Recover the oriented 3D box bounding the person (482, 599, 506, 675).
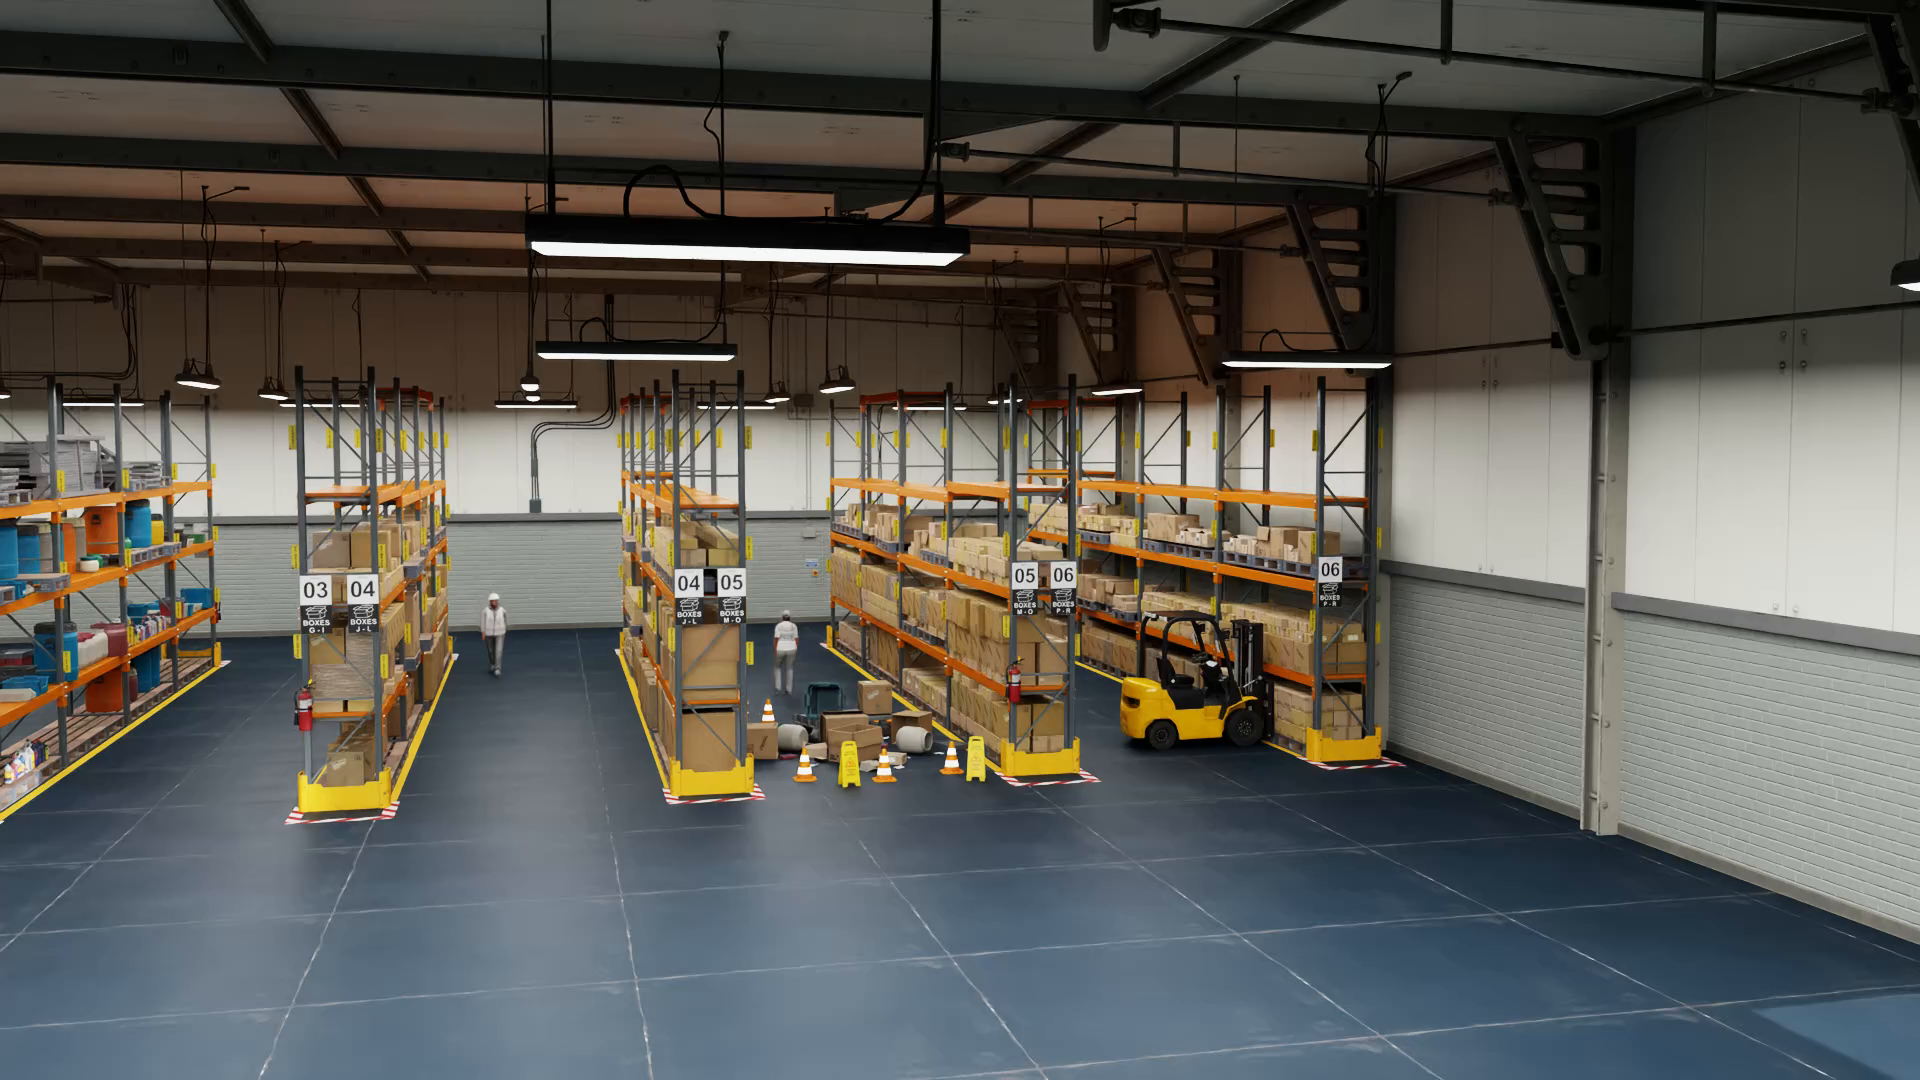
[{"bbox_3d":[-9.978,2.029,35.573,0.494,1.658,1.057,-1,3,-11],"label":"person"}]

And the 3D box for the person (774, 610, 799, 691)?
[{"bbox_3d":[-3.424,2.172,32.753,0.499,1.587,0.414,-1,3,-13],"label":"person"}]
